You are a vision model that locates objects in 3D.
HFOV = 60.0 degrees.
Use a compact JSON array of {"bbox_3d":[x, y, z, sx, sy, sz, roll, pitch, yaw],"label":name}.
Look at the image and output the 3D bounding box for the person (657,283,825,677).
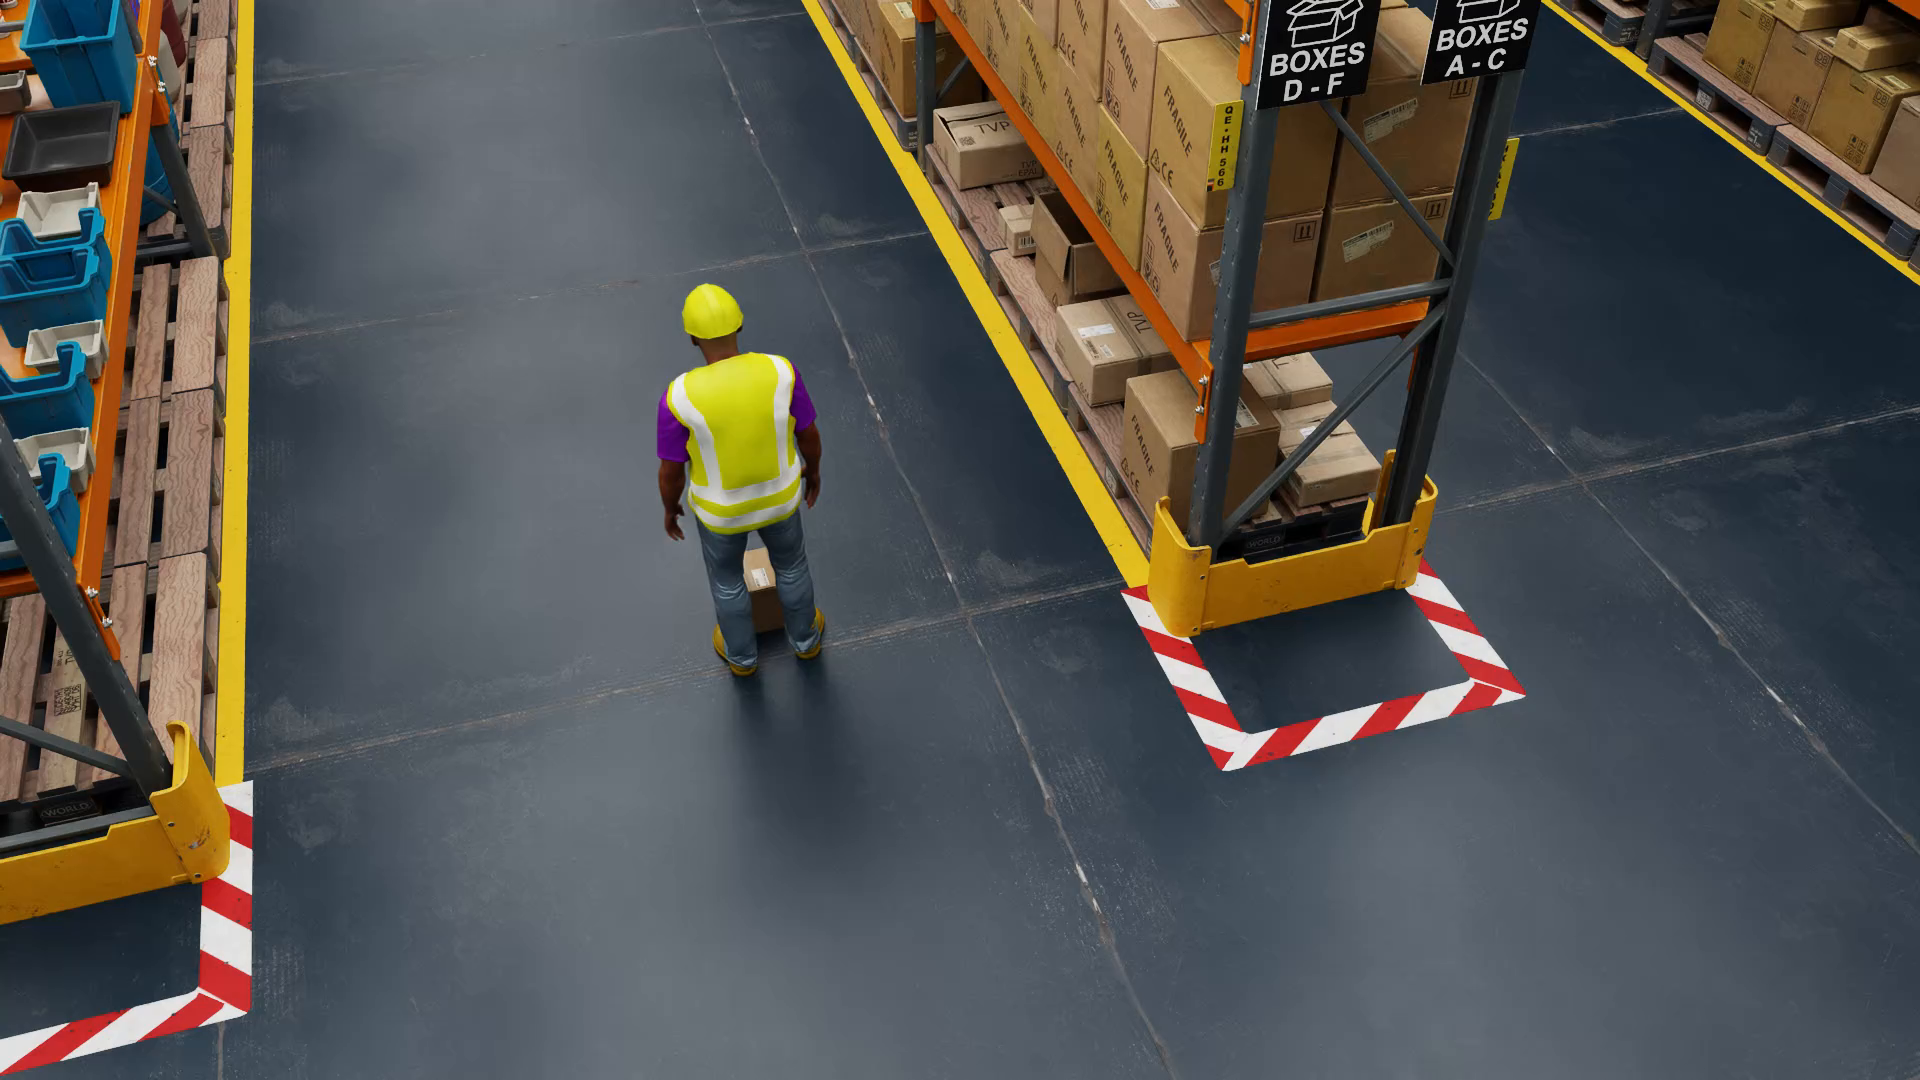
[{"bbox_3d":[-0.832,-0.190,6.358,0.635,1.760,0.458,-14,44,-15],"label":"person"}]
